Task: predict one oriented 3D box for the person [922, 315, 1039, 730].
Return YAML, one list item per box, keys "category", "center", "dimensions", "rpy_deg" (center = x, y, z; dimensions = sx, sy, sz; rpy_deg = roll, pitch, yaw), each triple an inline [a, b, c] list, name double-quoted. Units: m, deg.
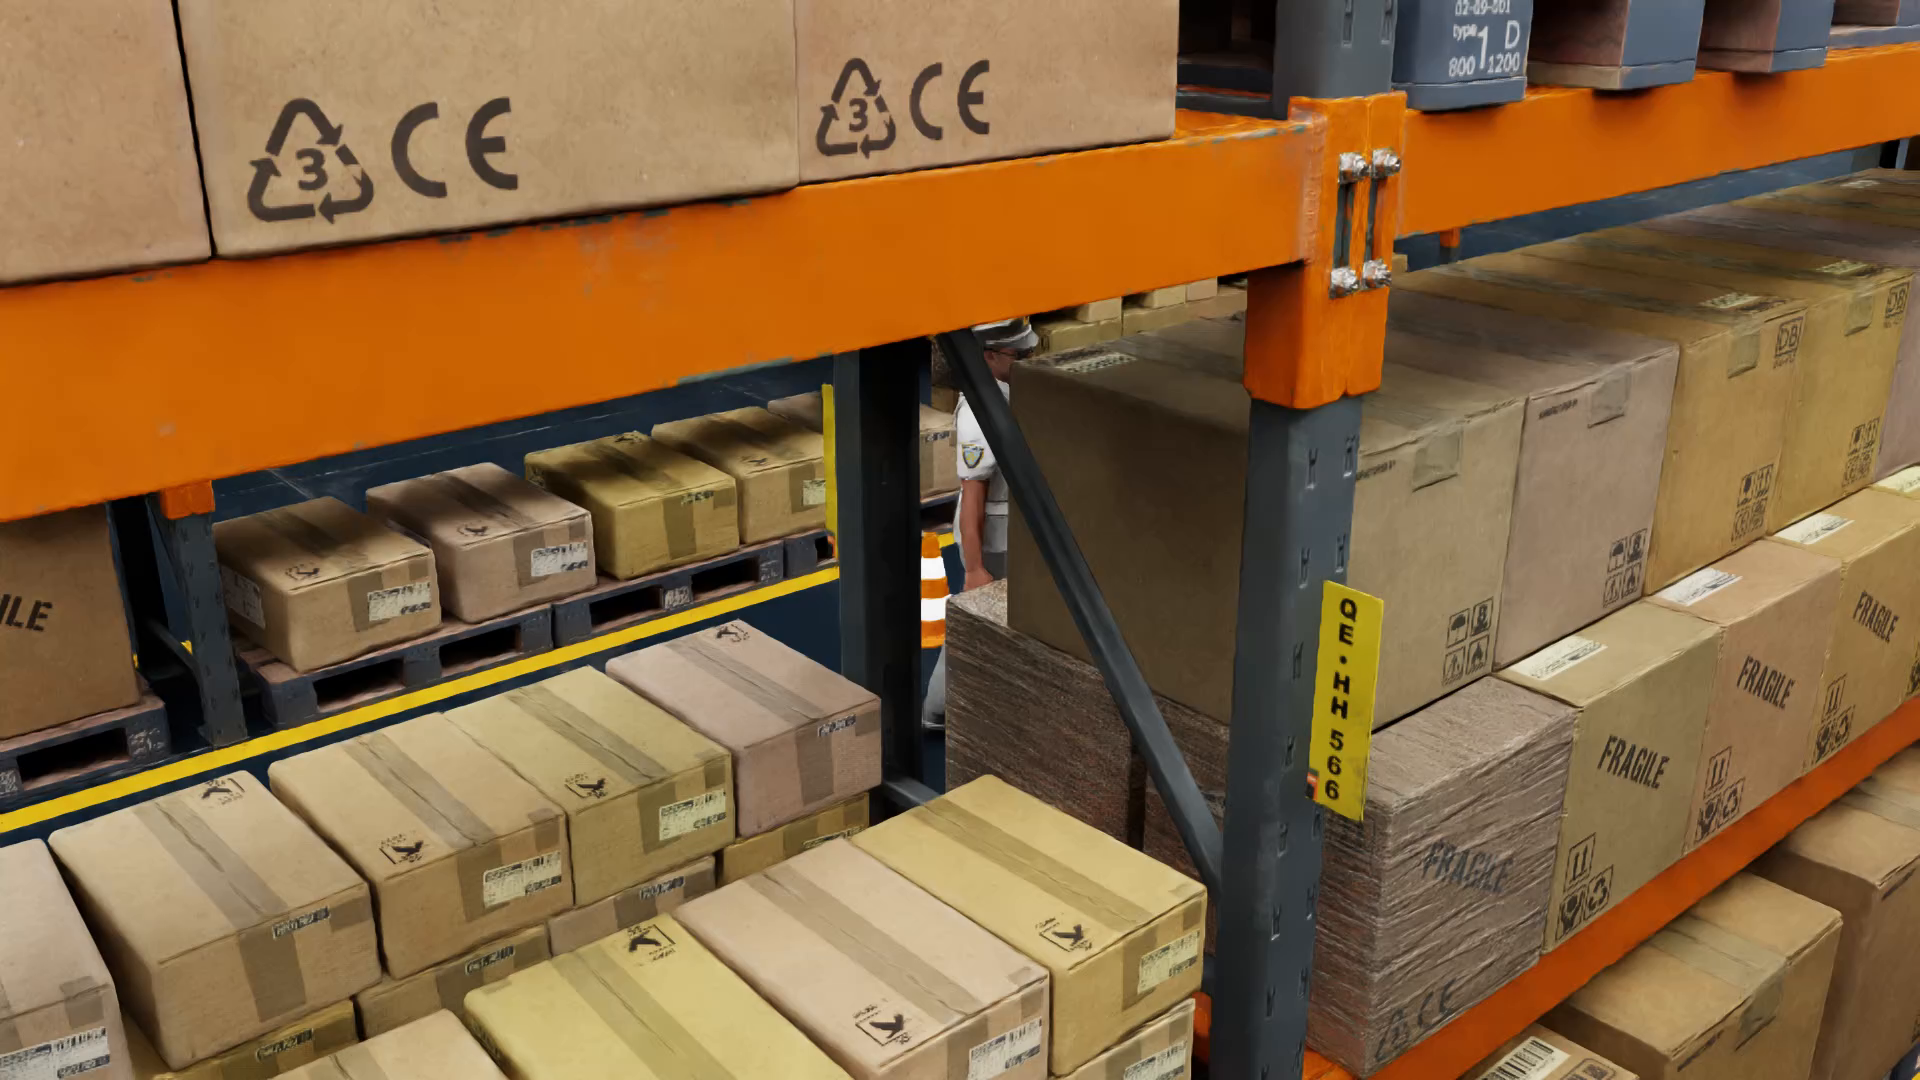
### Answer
- category: "person"
  center: [0.158, -0.004, 6.068]
  dimensions: [0.680, 1.754, 0.625]
  rpy_deg: [4, 21, 9]
